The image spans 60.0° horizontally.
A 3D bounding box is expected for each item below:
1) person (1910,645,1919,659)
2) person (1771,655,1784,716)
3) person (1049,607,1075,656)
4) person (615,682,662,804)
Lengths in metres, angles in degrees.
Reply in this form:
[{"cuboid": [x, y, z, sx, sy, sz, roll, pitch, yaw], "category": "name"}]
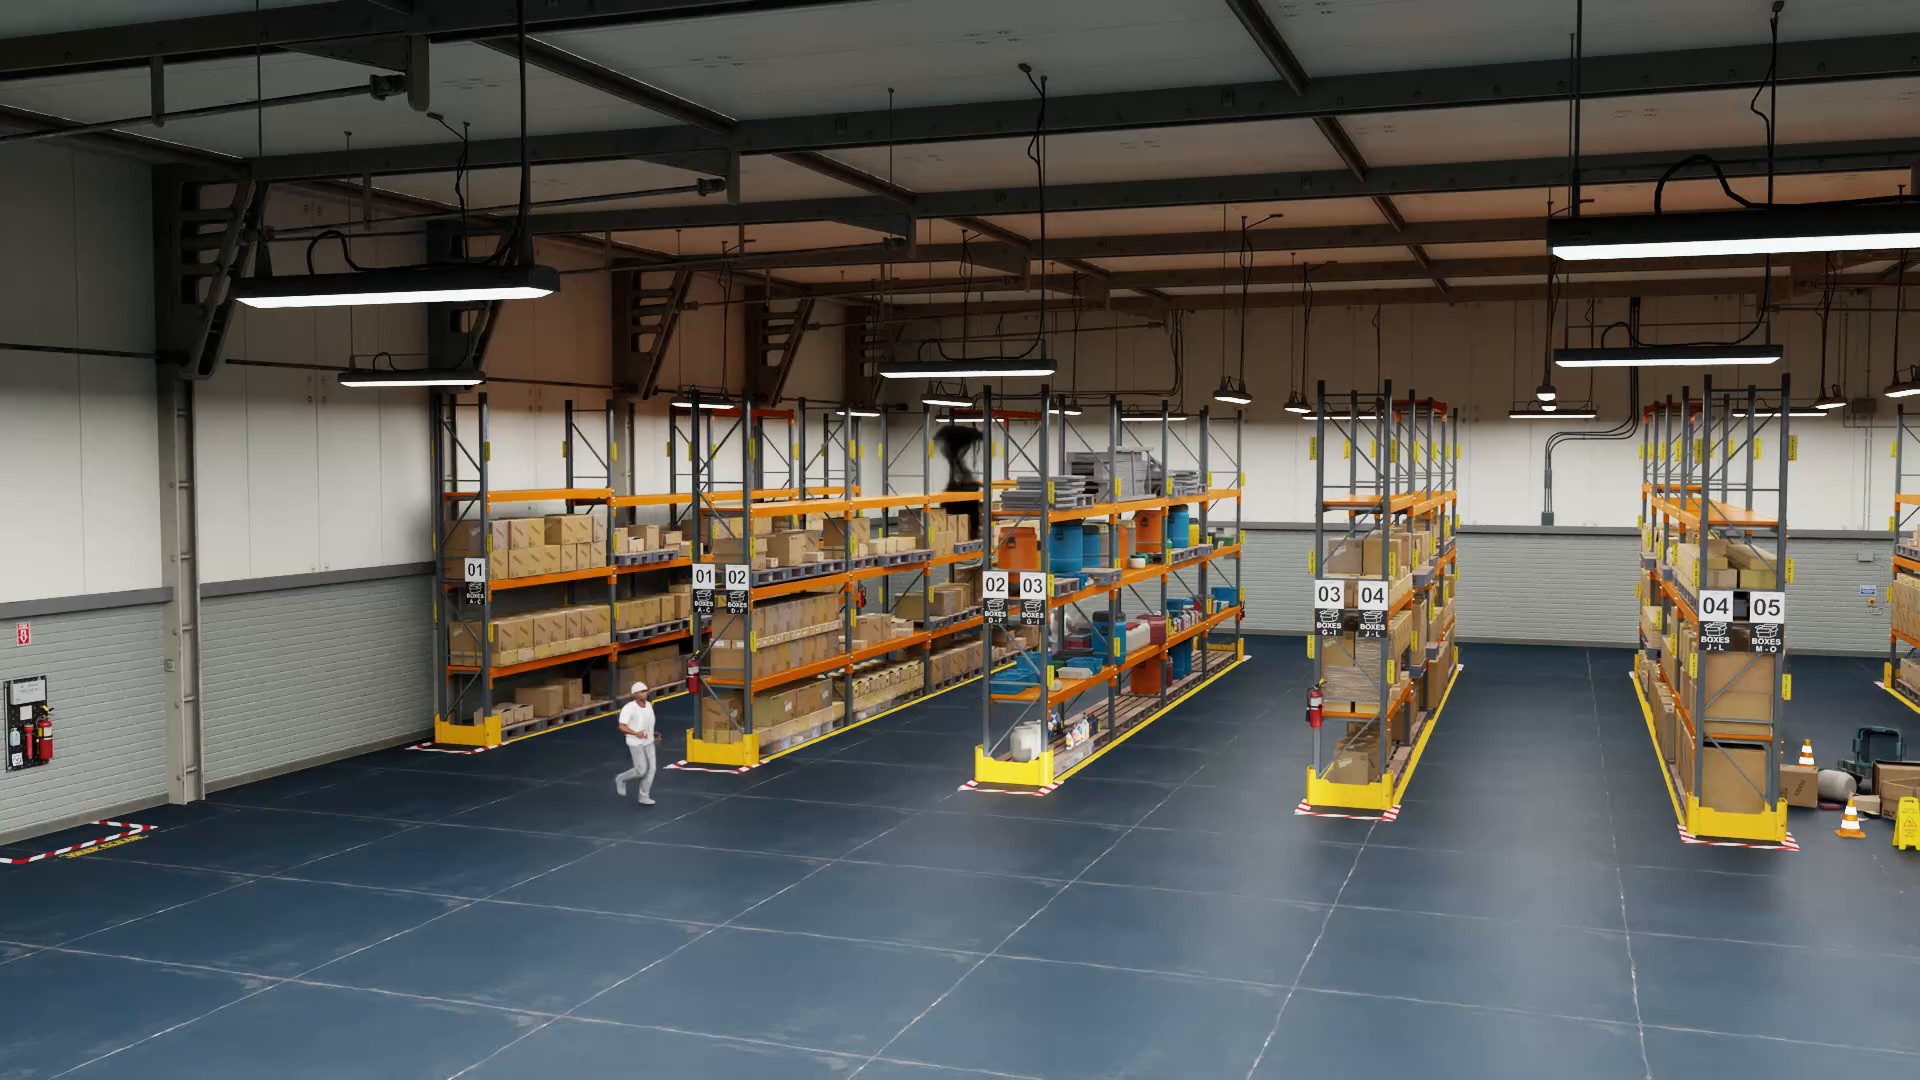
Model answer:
[{"cuboid": [21.632, 2.143, 37.232, 0.751, 1.823, 0.669, 0, 3, -1], "category": "person"}, {"cuboid": [15.195, 2.474, 31.267, 0.562, 1.678, 0.948, 1, 3, 16], "category": "person"}, {"cuboid": [2.199, 2.238, 36.278, 0.678, 1.710, 0.821, 1, 3, 18], "category": "person"}, {"cuboid": [-4.571, 2.879, 23.633, 0.674, 1.726, 0.699, 2, 4, 31], "category": "person"}]
